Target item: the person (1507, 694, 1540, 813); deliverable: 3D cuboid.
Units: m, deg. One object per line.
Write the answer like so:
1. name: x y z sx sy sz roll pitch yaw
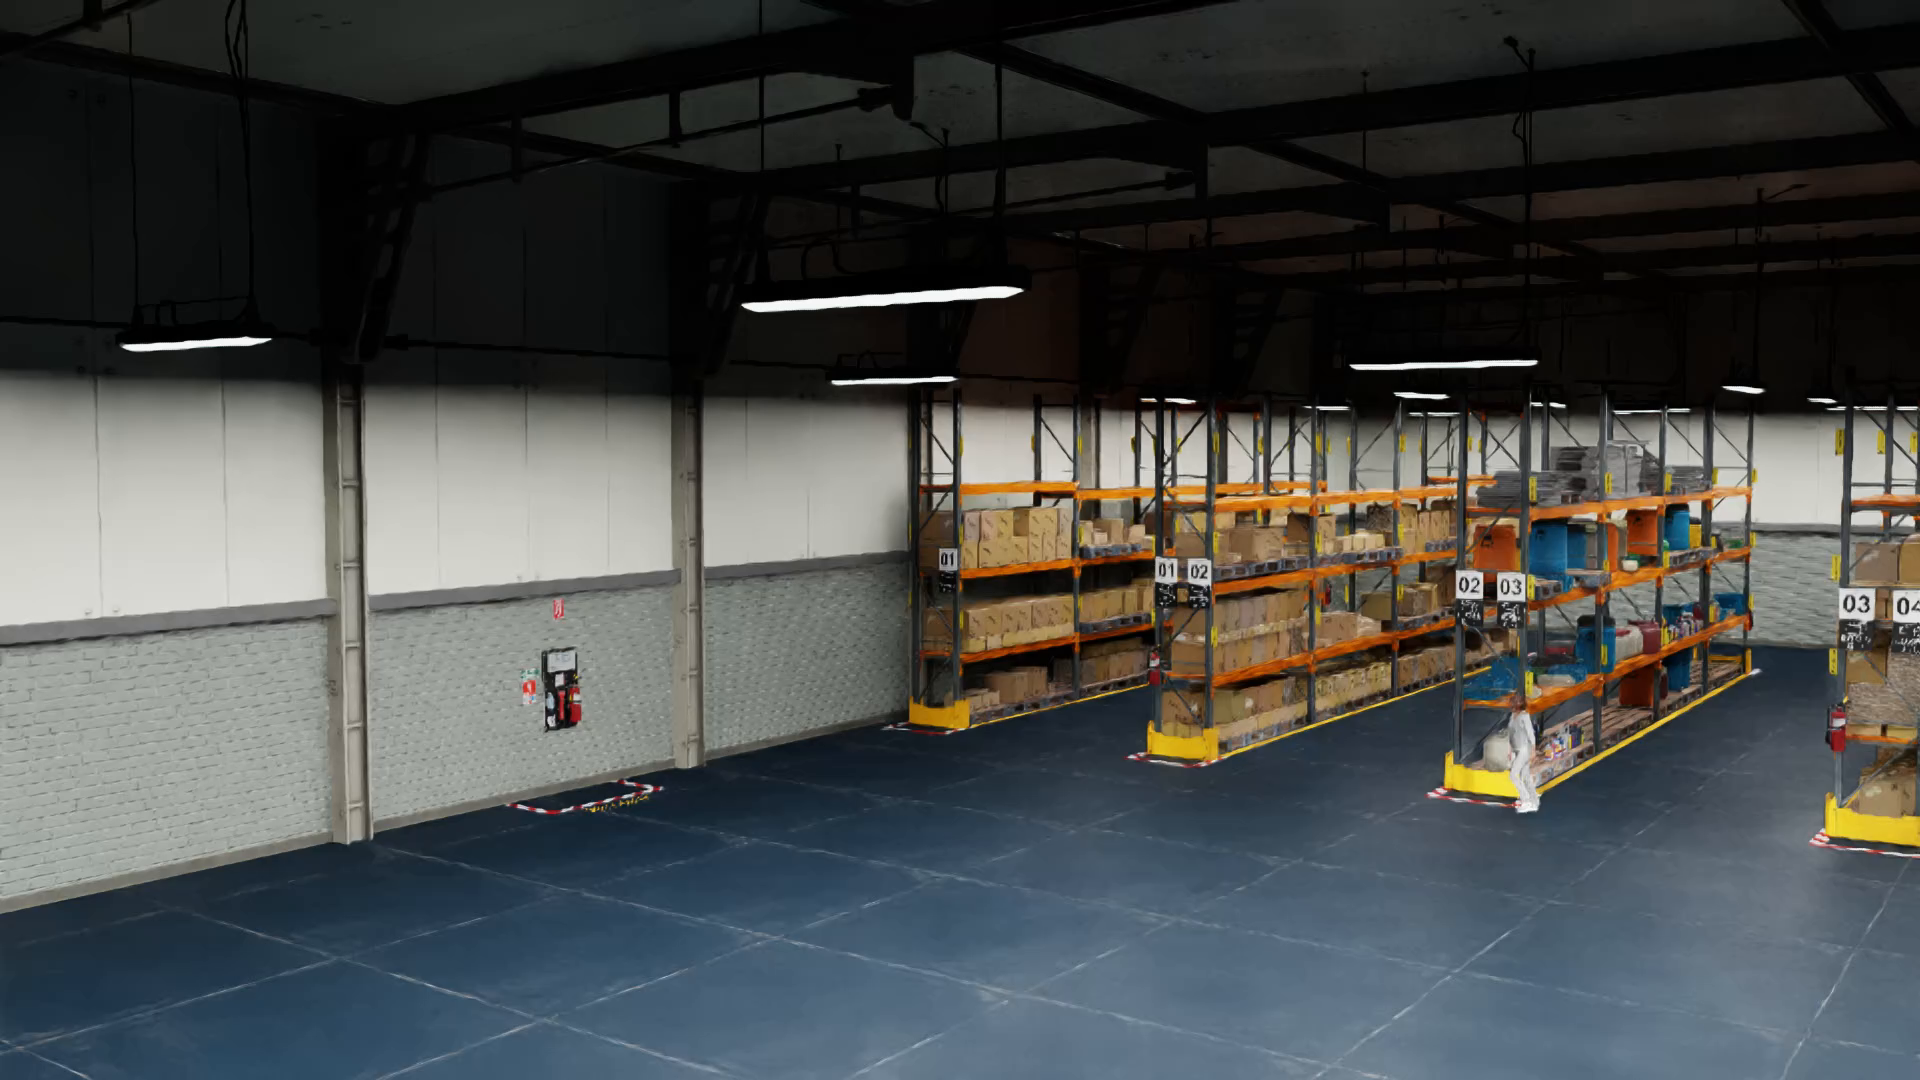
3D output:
1. person: 7.698 2.902 22.704 0.454 1.582 0.512 0 3 2
